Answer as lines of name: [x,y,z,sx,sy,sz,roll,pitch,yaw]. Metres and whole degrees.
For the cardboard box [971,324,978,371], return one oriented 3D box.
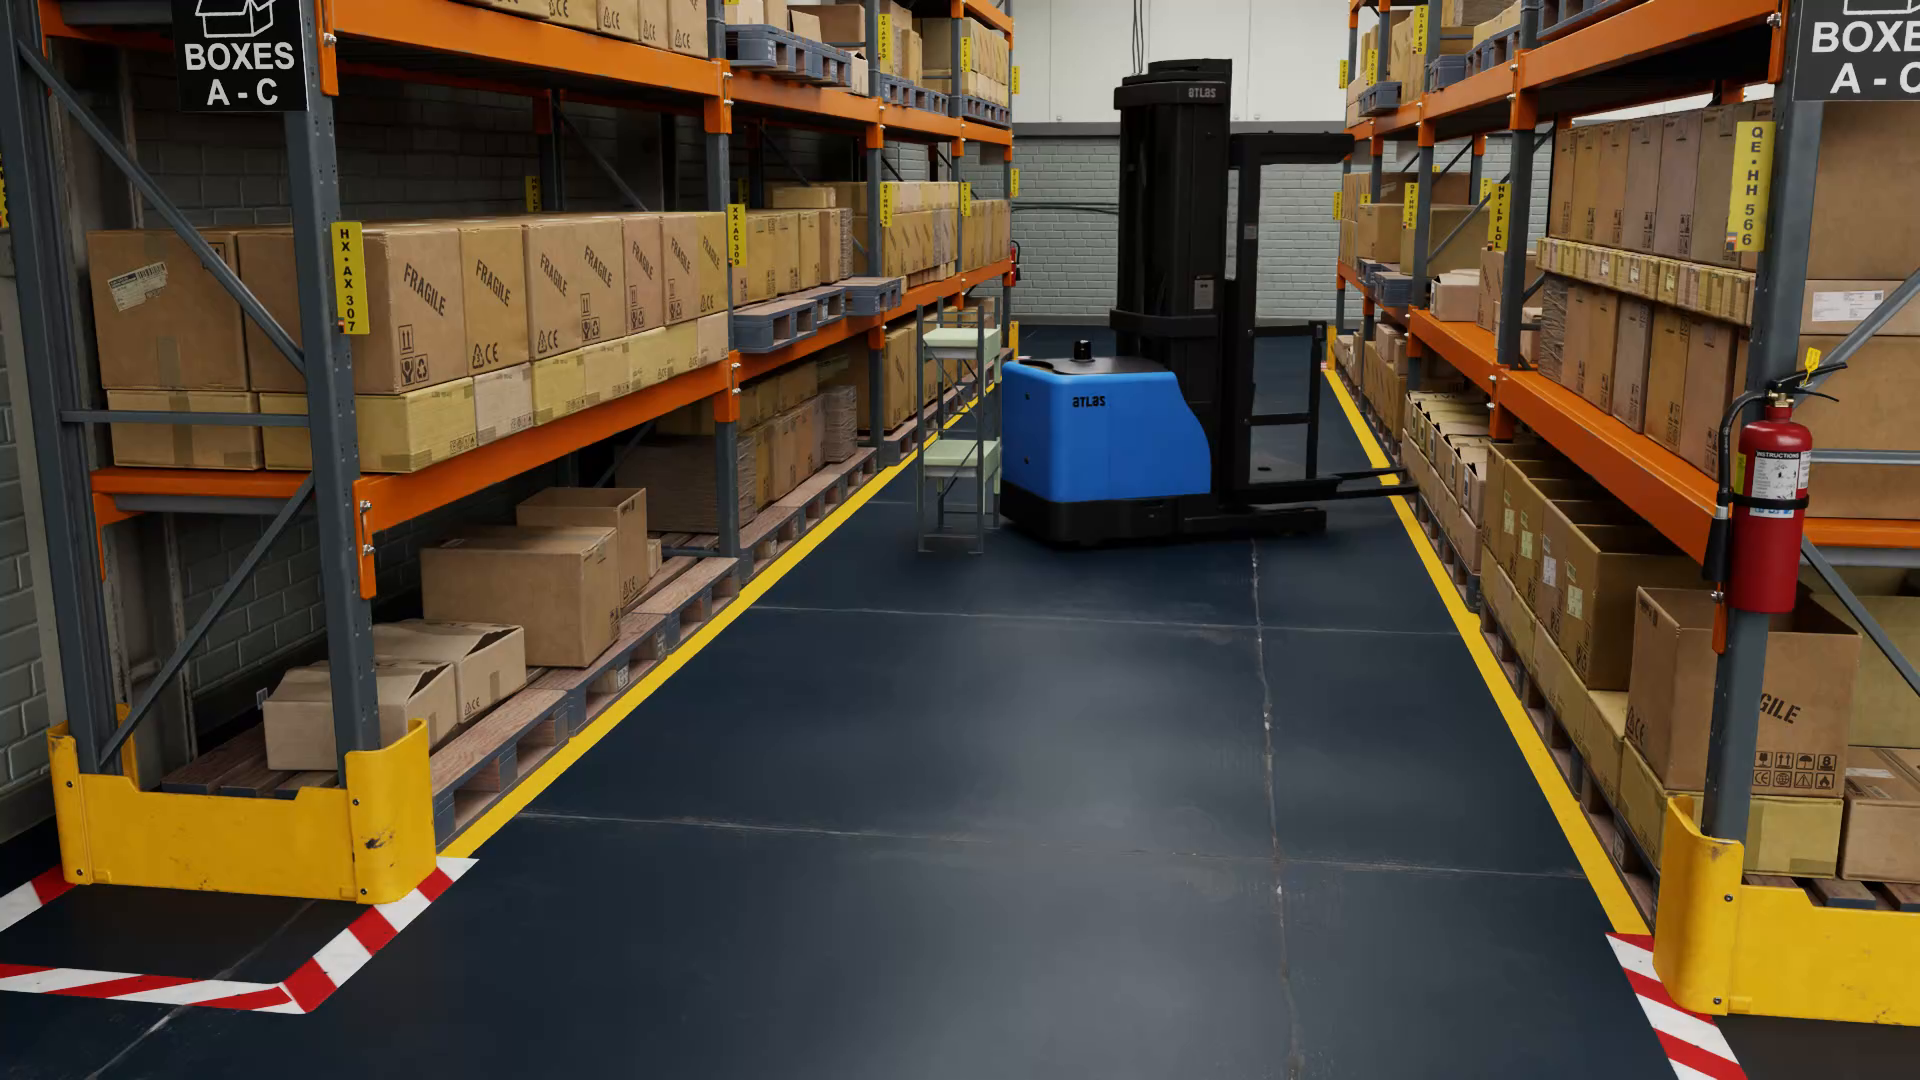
cardboard box: [-0.188,-2.101,18.059,0.700,0.500,0.500,2,12,8]

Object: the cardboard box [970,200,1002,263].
cardboard box: [-0.039,-3.582,19.281,0.980,0.700,0.700,2,12,8]

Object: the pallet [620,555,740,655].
pallet: [-1.784,0.309,8.560,1.003,0.211,1.213,2,12,9]

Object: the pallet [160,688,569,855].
pallet: [-2.159,0.817,6.203,1.003,0.211,1.213,2,12,9]

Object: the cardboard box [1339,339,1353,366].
cardboard box: [4.508,-2.092,18.565,0.500,0.250,0.500,2,12,9]

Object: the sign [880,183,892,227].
sign: [-0.562,-2.540,12.598,0.100,0.325,0.005,2,12,9]

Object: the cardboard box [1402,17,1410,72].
cardboard box: [4.180,-4.228,14.401,0.600,0.600,0.600,2,12,8]

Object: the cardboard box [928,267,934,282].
cardboard box: [-0.443,-2.457,15.322,0.380,0.149,0.250,2,12,9]

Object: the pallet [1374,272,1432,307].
pallet: [3.830,-1.918,12.728,1.213,0.211,1.003,2,12,9]

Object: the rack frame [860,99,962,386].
rack frame: [-0.485,-2.861,16.648,1.000,3.000,0.127,2,12,9]

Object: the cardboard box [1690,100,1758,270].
cardboard box: [2.733,-1.104,5.177,0.700,0.500,0.500,2,12,7]

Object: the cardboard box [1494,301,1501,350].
cardboard box: [3.134,-1.159,9.070,0.396,0.266,0.258,2,12,7]

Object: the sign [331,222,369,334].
sign: [-1.794,-0.768,4.884,0.100,0.325,0.005,2,12,9]

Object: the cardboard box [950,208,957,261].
cardboard box: [-0.307,-2.961,16.120,0.500,0.500,0.500,2,12,8]

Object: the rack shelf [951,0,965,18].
rack shelf: [-0.792,-4.830,14.202,1.077,0.370,4.000,2,12,9]

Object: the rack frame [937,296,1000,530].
rack frame: [0.055,-0.808,10.682,0.400,1.500,0.023,2,12,9]

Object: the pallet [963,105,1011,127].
pallet: [0.027,-4.962,19.487,1.003,0.211,1.213,2,12,9]

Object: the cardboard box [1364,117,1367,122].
cardboard box: [4.310,-4.308,16.598,0.500,0.250,0.500,2,12,9]

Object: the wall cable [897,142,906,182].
wall cable: [-0.607,-4.487,21.784,0.084,1.984,1.851,2,12,9]

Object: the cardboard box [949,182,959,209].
cardboard box: [-0.304,-3.326,16.035,0.500,0.250,0.500,2,12,10]

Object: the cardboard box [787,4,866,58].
cardboard box: [-1.084,-3.859,12.879,0.700,0.500,0.500,1,12,4]

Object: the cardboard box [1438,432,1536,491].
cardboard box: [3.112,-0.477,9.785,0.500,0.311,0.500,2,12,8]

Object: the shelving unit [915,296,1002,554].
shelving unit: [-0.001,-0.732,10.329,0.431,1.500,0.755,2,12,9]

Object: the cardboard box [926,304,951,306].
cardboard box: [-0.290,-2.561,18.653,0.380,0.149,0.250,2,12,8]

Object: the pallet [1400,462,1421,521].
pallet: [3.630,-0.335,11.547,1.003,0.211,1.213,2,12,9]

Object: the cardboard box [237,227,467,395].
cardboard box: [-1.960,-0.755,5.407,0.500,0.500,0.500,2,12,9]

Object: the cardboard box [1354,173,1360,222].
cardboard box: [4.386,-3.564,17.300,0.500,0.500,0.500,2,12,9]

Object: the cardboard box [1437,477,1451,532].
cardboard box: [3.115,-0.204,9.851,0.500,0.250,0.500,2,12,10]

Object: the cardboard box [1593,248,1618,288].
cardboard box: [2.753,-1.084,6.625,0.380,0.149,0.250,2,12,7]

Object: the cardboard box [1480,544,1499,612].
cardboard box: [2.809,0.190,8.022,0.500,0.250,0.500,2,12,9]

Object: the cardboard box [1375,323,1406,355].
cardboard box: [3.941,-1.760,14.648,0.500,0.250,0.500,2,12,9]

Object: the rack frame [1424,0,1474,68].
rack frame: [3.795,-4.801,11.411,1.000,3.000,0.127,2,12,9]

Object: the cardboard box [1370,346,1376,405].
cardboard box: [4.024,-1.490,15.176,0.500,0.500,0.500,2,12,9]

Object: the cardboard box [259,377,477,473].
cardboard box: [-1.942,-0.391,5.494,0.500,0.250,0.500,2,12,7]

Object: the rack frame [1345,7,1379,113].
rack frame: [5.026,-6.466,19.138,1.000,3.000,0.127,2,12,9]

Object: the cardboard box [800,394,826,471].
cardboard box: [-1.353,-0.766,11.818,0.700,0.500,0.500,2,12,9]

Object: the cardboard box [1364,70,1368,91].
cardboard box: [4.297,-4.552,16.547,0.500,0.250,0.500,2,12,9]

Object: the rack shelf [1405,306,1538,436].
rack shelf: [3.488,-1.100,10.187,1.077,0.370,4.000,2,12,9]

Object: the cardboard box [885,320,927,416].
cardboard box: [-0.716,-1.514,14.502,0.750,0.750,0.750,2,12,8]

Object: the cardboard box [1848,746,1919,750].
cardboard box: [2.940,0.727,5.529,0.500,0.250,0.500,2,12,9]

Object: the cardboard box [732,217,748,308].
cardboard box: [-1.603,-1.564,9.350,0.700,0.500,0.500,2,12,9]

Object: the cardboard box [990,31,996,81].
cardboard box: [0.128,-5.333,18.343,0.500,0.500,0.500,1,12,6]

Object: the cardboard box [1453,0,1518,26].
cardboard box: [3.869,-3.963,12.032,0.500,0.500,0.500,2,12,9]

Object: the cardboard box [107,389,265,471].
cardboard box: [-2.450,-0.403,5.551,0.500,0.250,0.500,2,12,9]

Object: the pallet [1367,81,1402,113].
pallet: [4.084,-3.726,13.989,1.213,0.211,1.003,2,12,9]

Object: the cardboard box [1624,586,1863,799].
cardboard box: [2.353,0.448,5.045,0.500,0.500,0.500,2,12,9]

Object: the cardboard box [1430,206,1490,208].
cardboard box: [4.110,-2.441,13.468,0.700,0.500,0.500,4,13,19]

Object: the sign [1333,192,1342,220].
sign: [4.489,-3.974,19.761,0.100,0.325,0.005,2,12,9]

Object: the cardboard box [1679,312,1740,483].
cardboard box: [2.725,-0.458,5.262,0.700,0.500,0.500,2,12,10]

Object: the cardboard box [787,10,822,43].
cardboard box: [-1.391,-3.288,11.217,0.797,0.503,0.637,4,13,17]

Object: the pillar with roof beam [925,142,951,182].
pillar with roof beam: [3.945,-7.077,21.970,9.100,9.000,0.400,2,12,9]

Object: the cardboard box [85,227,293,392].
cardboard box: [-2.468,-0.771,5.479,0.500,0.500,0.500,2,12,8]

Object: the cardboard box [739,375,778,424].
cardboard box: [-1.478,-0.909,10.701,0.500,0.250,0.500,2,12,7]

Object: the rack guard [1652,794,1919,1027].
rack guard: [2.561,1.024,4.556,1.175,0.500,0.348,2,12,9]

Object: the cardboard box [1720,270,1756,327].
cardboard box: [2.474,-0.709,4.887,0.380,0.149,0.250,2,12,10]

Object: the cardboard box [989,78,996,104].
cardboard box: [0.126,-4.963,18.403,0.500,0.250,0.500,2,12,7]

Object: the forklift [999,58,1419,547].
forklift: [1.828,-1.554,10.749,3.031,2.935,1.130,-4,13,-18]

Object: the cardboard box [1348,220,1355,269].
cardboard box: [4.464,-3.183,17.905,0.500,0.500,0.500,2,12,9]
